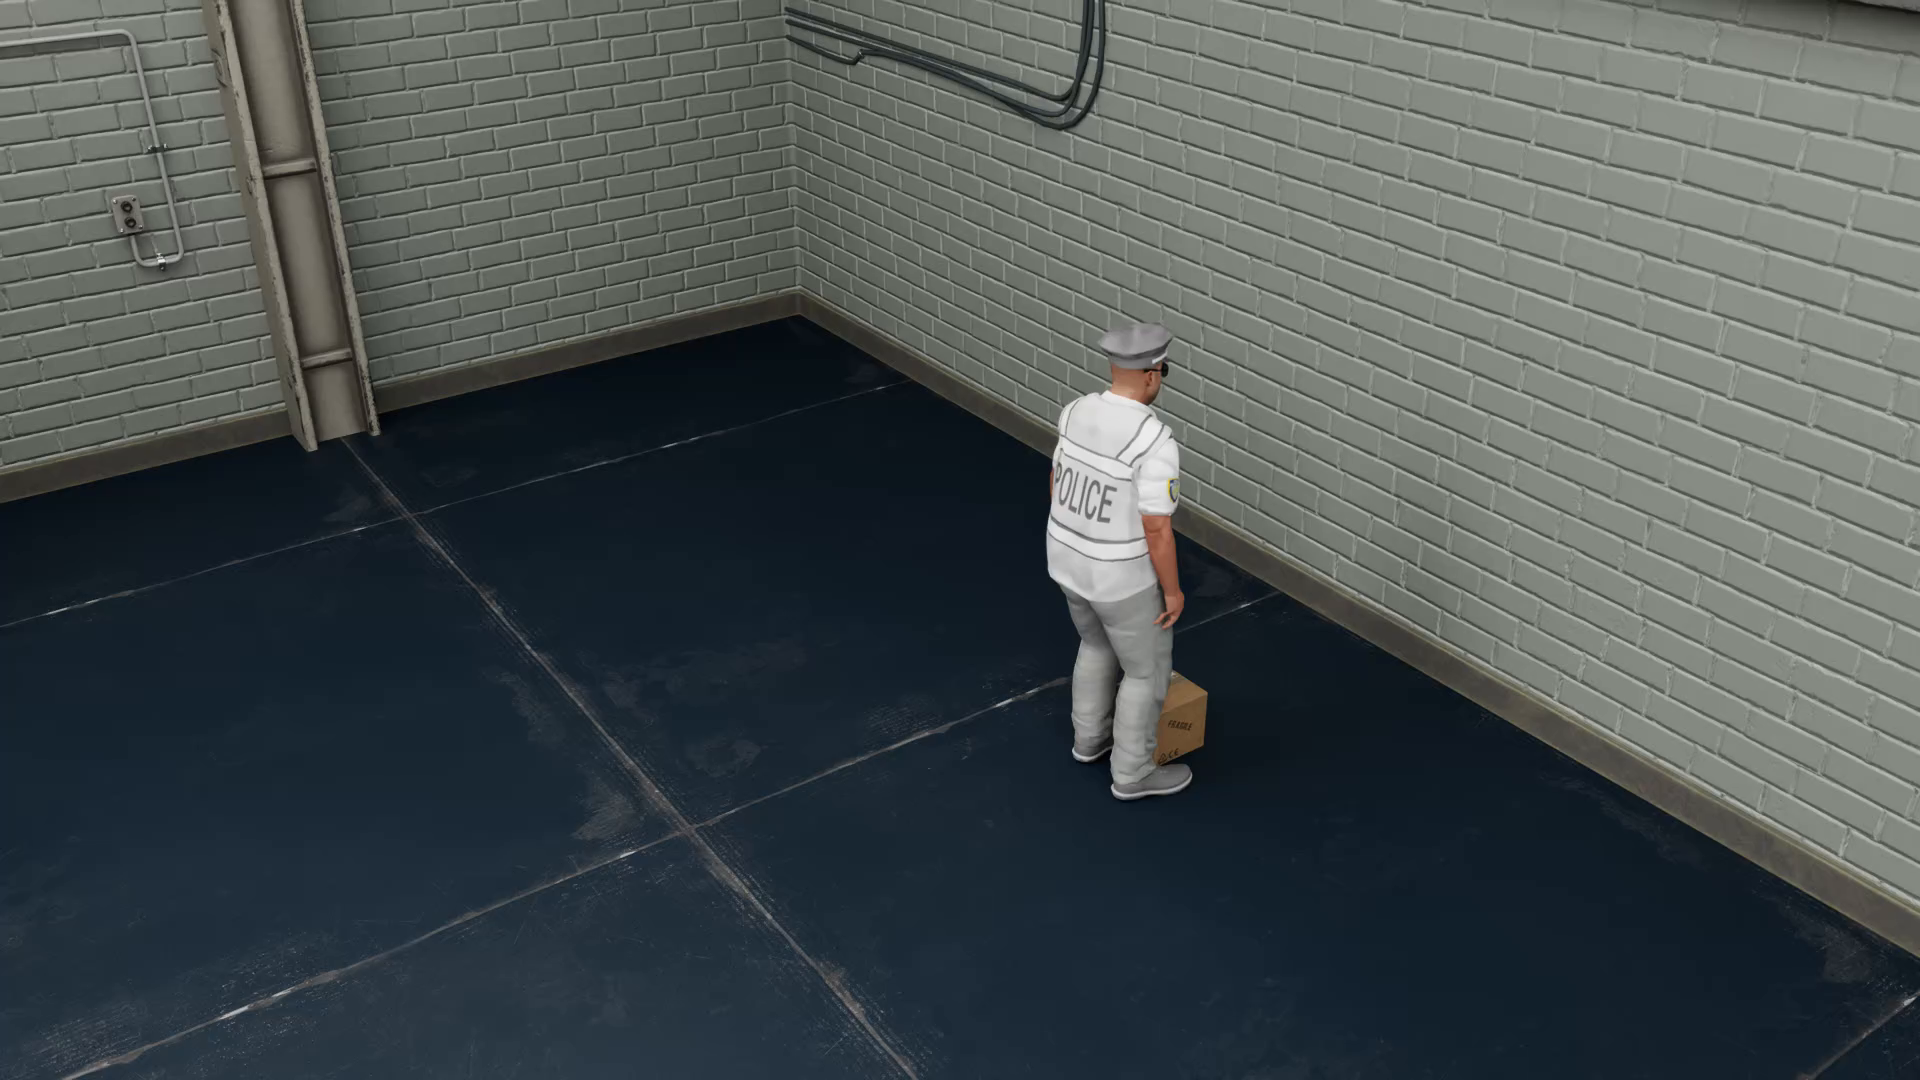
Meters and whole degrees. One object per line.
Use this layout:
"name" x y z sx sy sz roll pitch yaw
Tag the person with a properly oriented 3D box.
"person" 0.568 0.092 5.947 0.480 1.746 0.593 -21 35 -33
